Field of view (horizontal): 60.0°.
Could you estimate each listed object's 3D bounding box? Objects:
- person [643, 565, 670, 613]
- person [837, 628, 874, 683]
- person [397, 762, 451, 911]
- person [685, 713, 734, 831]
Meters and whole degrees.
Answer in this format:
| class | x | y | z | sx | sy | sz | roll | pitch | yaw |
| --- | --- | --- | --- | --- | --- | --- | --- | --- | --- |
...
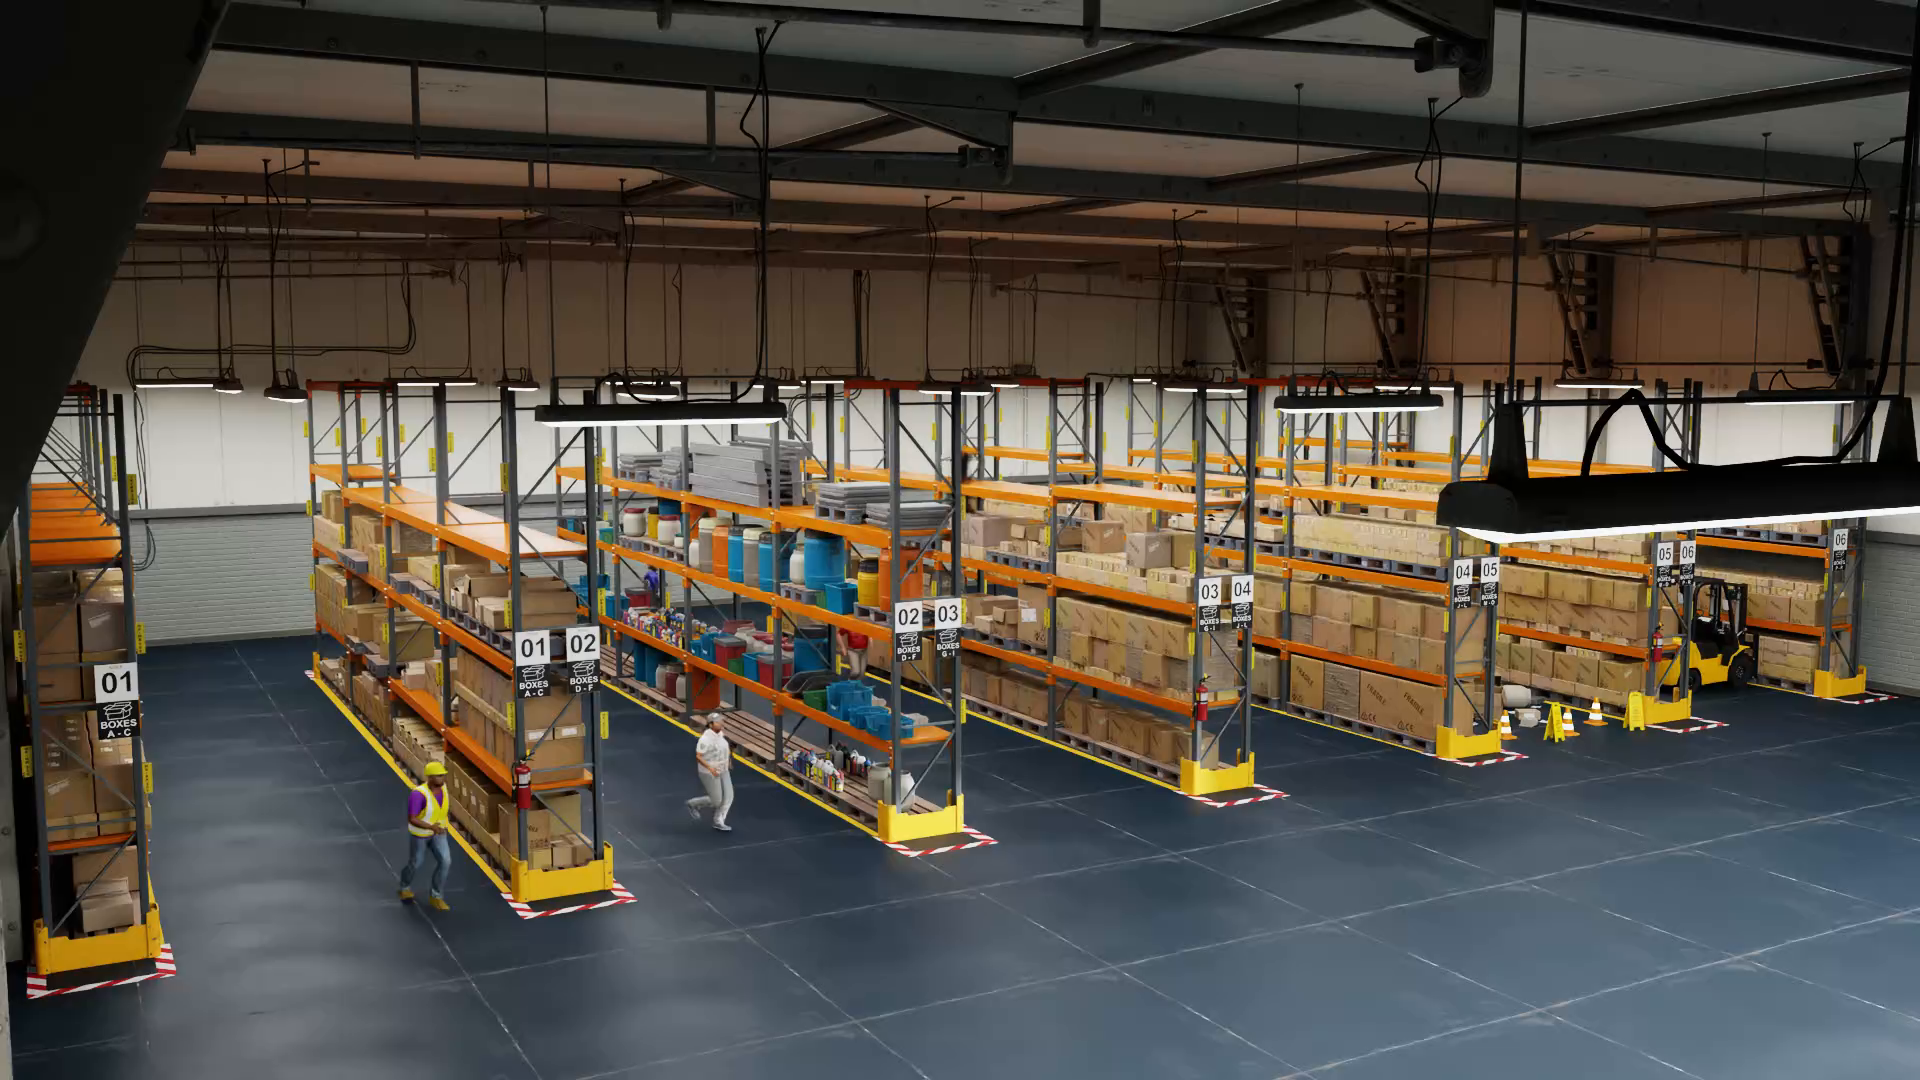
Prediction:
| class | x | y | z | sx | sy | sz | roll | pitch | yaw |
| --- | --- | --- | --- | --- | --- | --- | --- | --- | --- |
| person | -7.246 | 1.342 | 39.124 | 0.861 | 1.705 | 0.550 | 0 | 6 | -5 |
| person | -1.911 | 2.168 | 31.290 | 0.668 | 1.726 | 0.669 | -3 | 7 | -26 |
| person | -6.208 | 3.437 | 19.387 | 0.891 | 1.771 | 0.676 | 5 | 8 | 38 |
| person | -3.398 | 3.139 | 22.602 | 0.642 | 1.621 | 0.616 | 3 | 7 | 25 |
